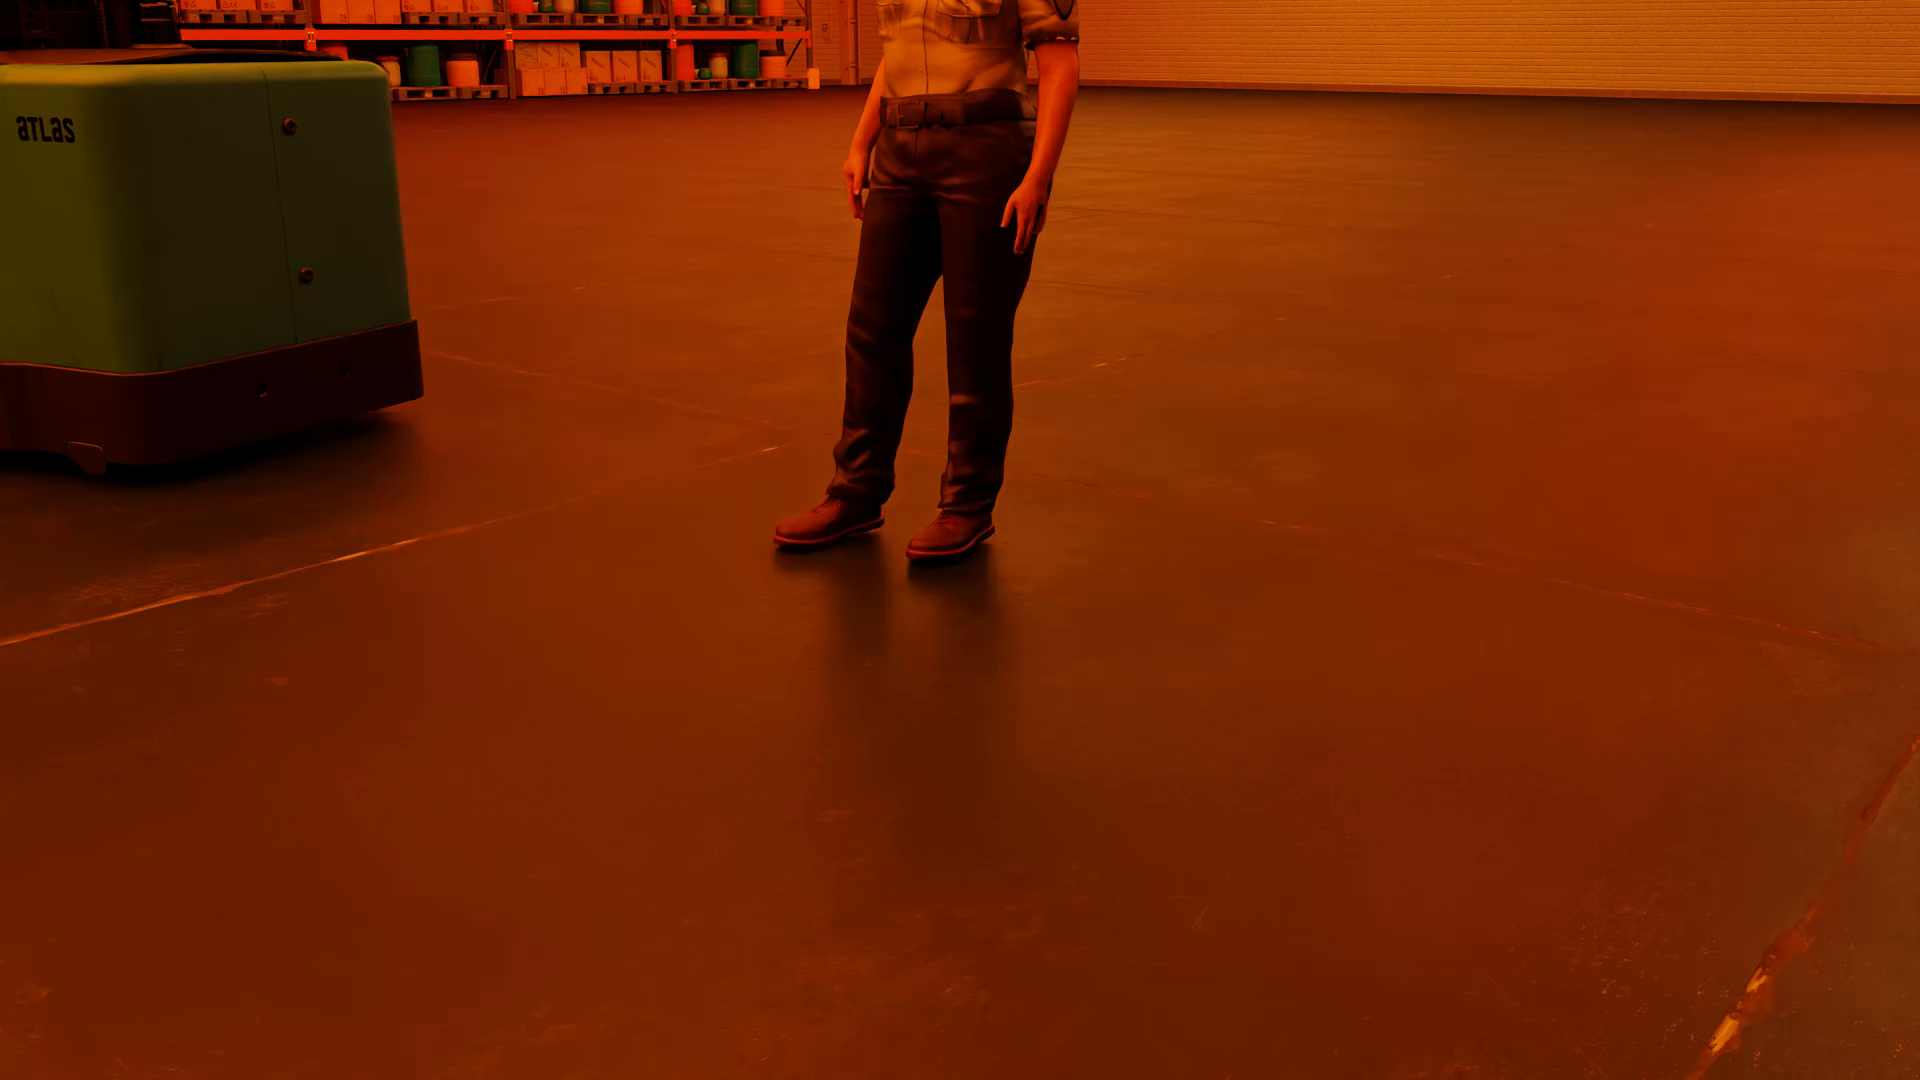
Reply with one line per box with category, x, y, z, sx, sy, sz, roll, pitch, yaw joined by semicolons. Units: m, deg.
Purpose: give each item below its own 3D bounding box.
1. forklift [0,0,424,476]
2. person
forklift;-3.224;-1.846;4.976;3.031;2.935;1.130;8;19;24
person;-0.075;-0.779;3.648;0.598;1.651;0.502;13;21;37
